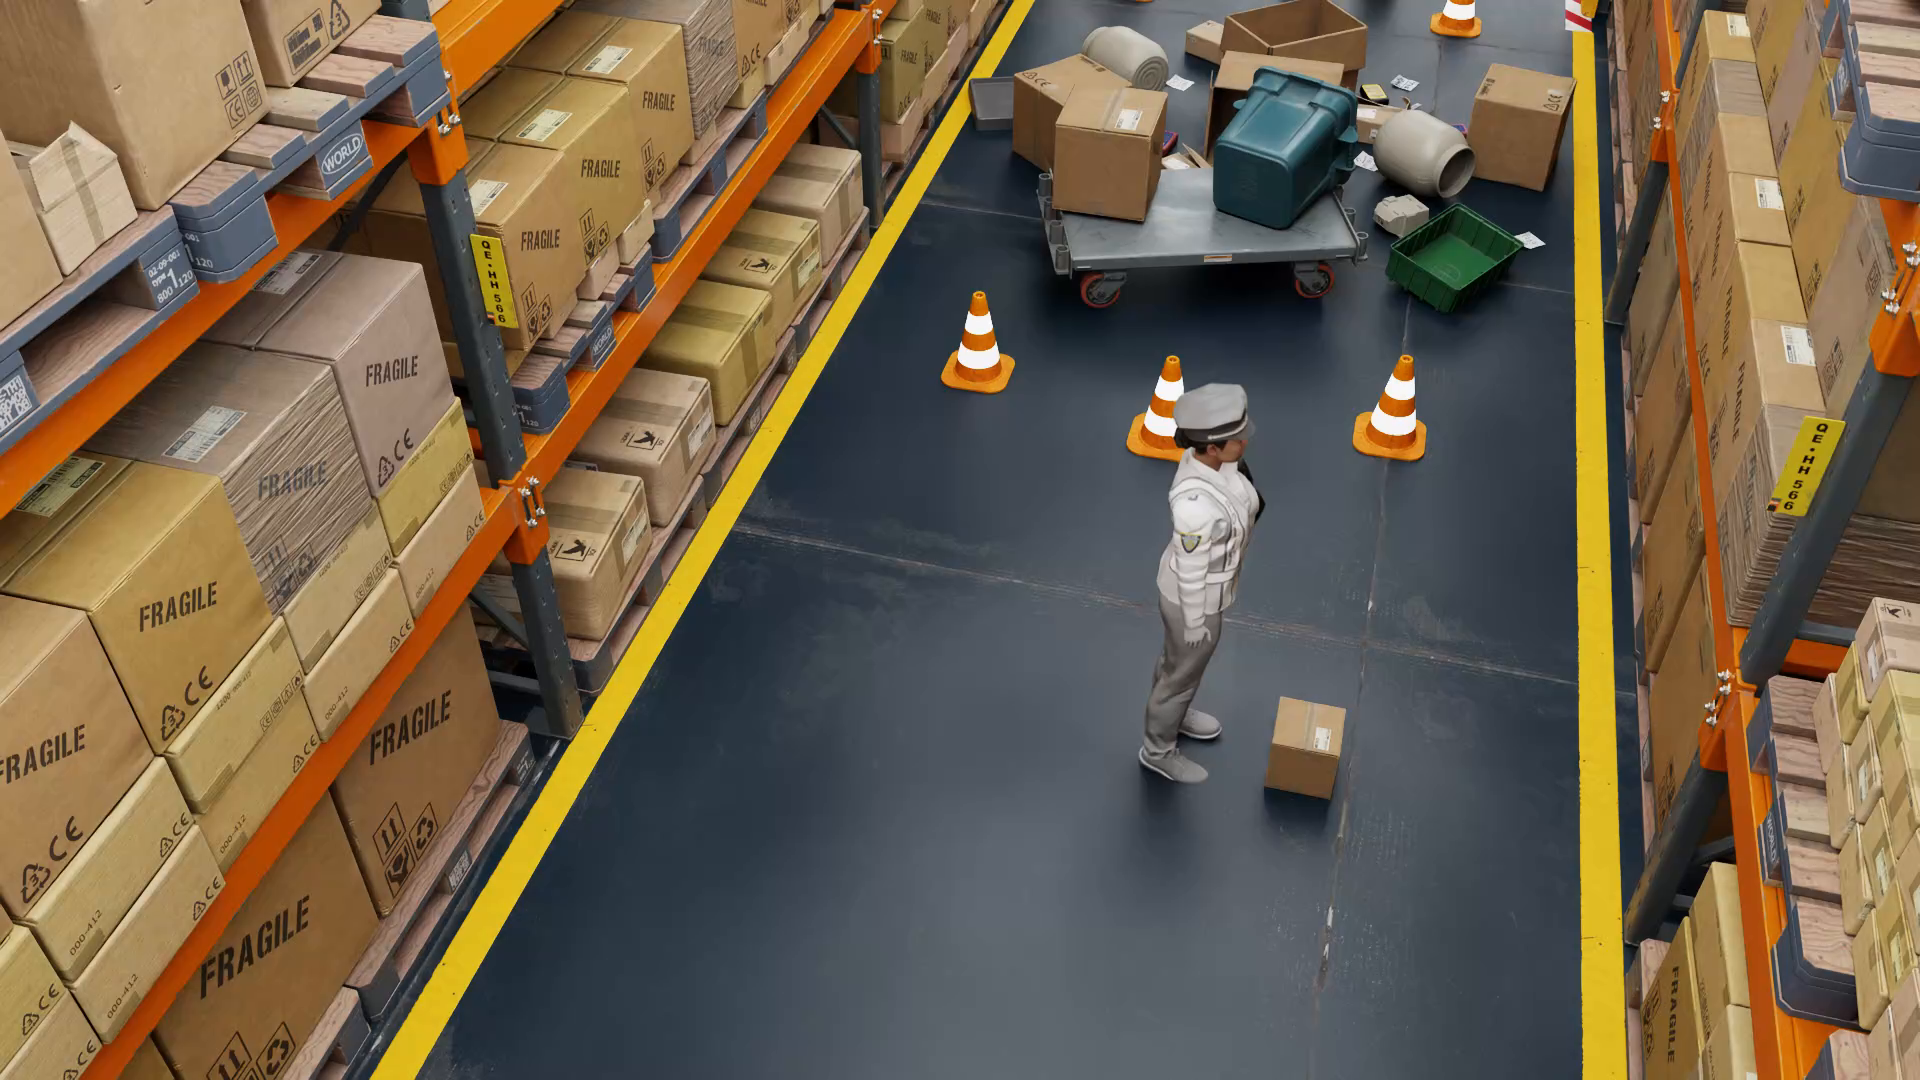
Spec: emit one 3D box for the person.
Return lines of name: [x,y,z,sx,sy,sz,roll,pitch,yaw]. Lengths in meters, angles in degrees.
person: [0.861,0.173,5.966,0.324,1.712,0.470,11,42,12]
